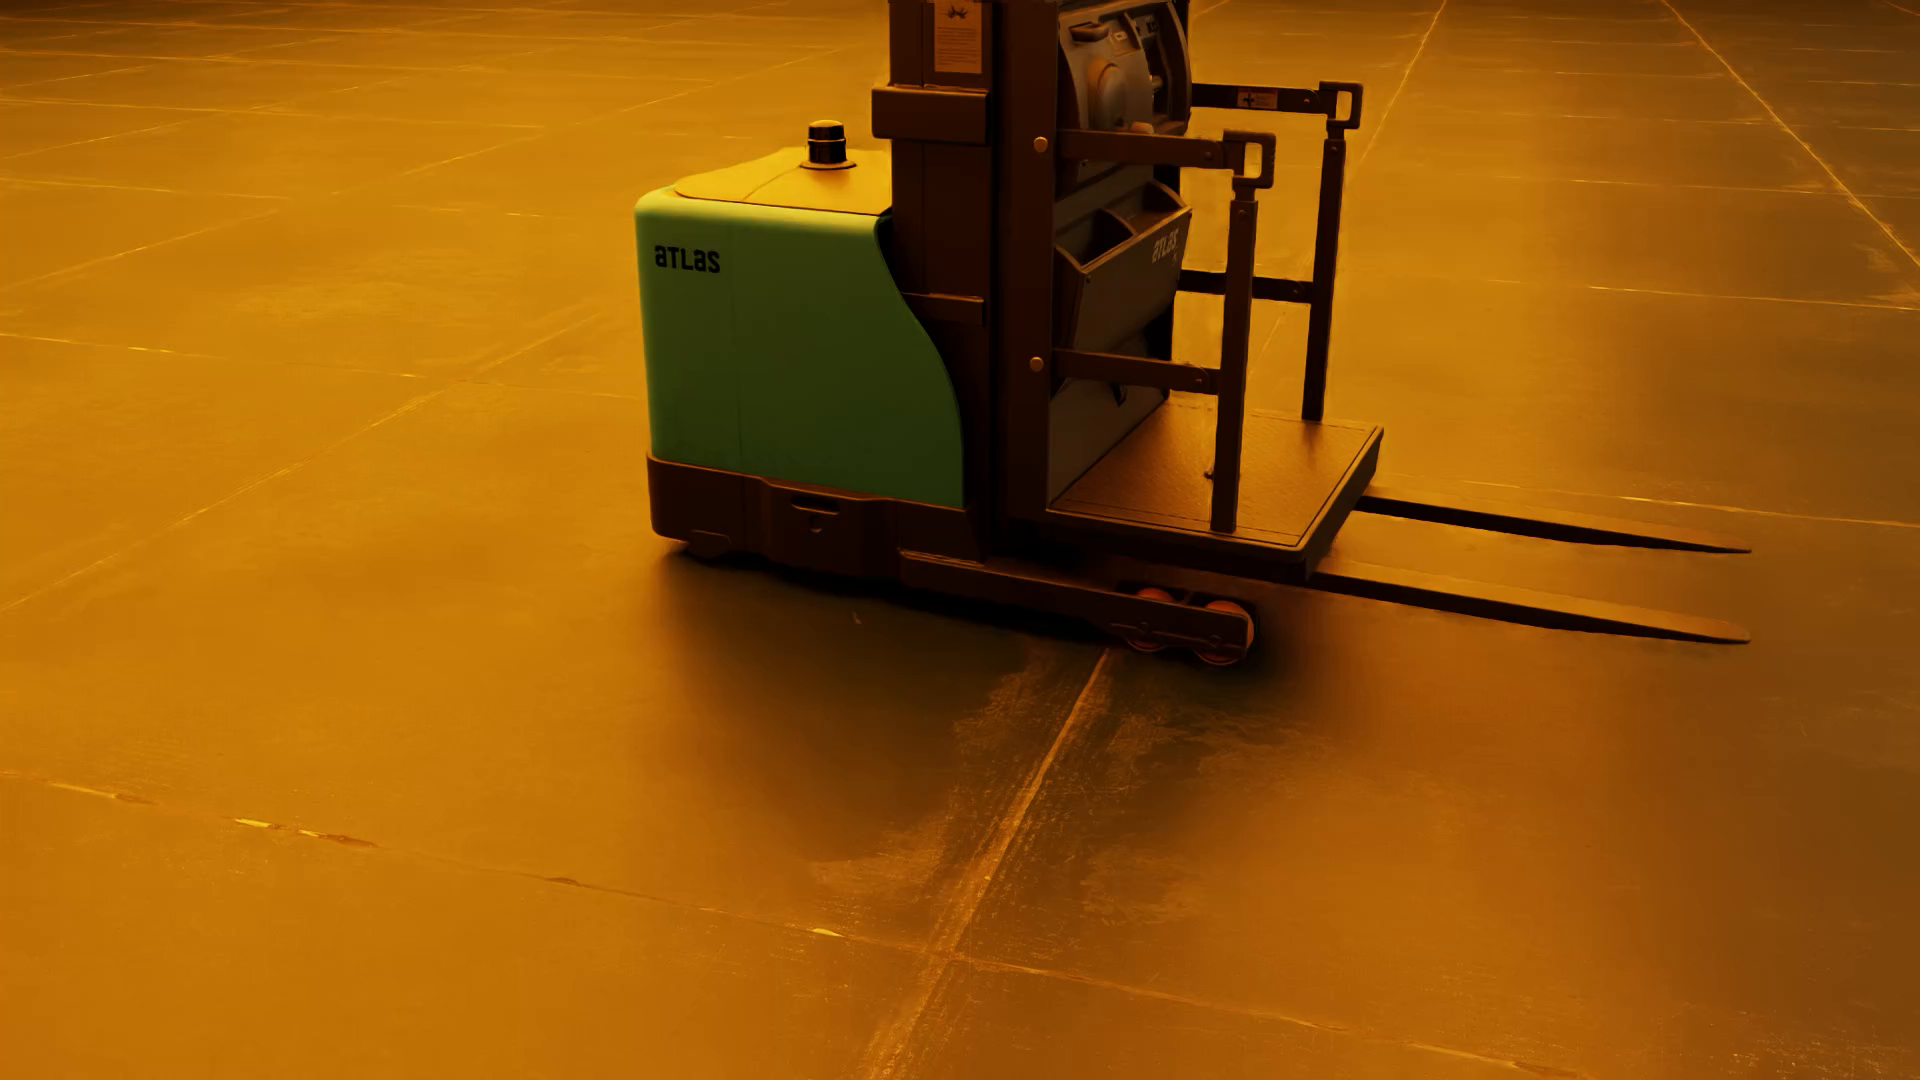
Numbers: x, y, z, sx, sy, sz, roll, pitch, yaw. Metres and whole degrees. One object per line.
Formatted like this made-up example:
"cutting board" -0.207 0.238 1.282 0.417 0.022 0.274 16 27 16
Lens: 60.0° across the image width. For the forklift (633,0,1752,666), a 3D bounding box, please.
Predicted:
"forklift" 0.628 -1.258 4.327 3.031 2.935 1.130 10 24 22
